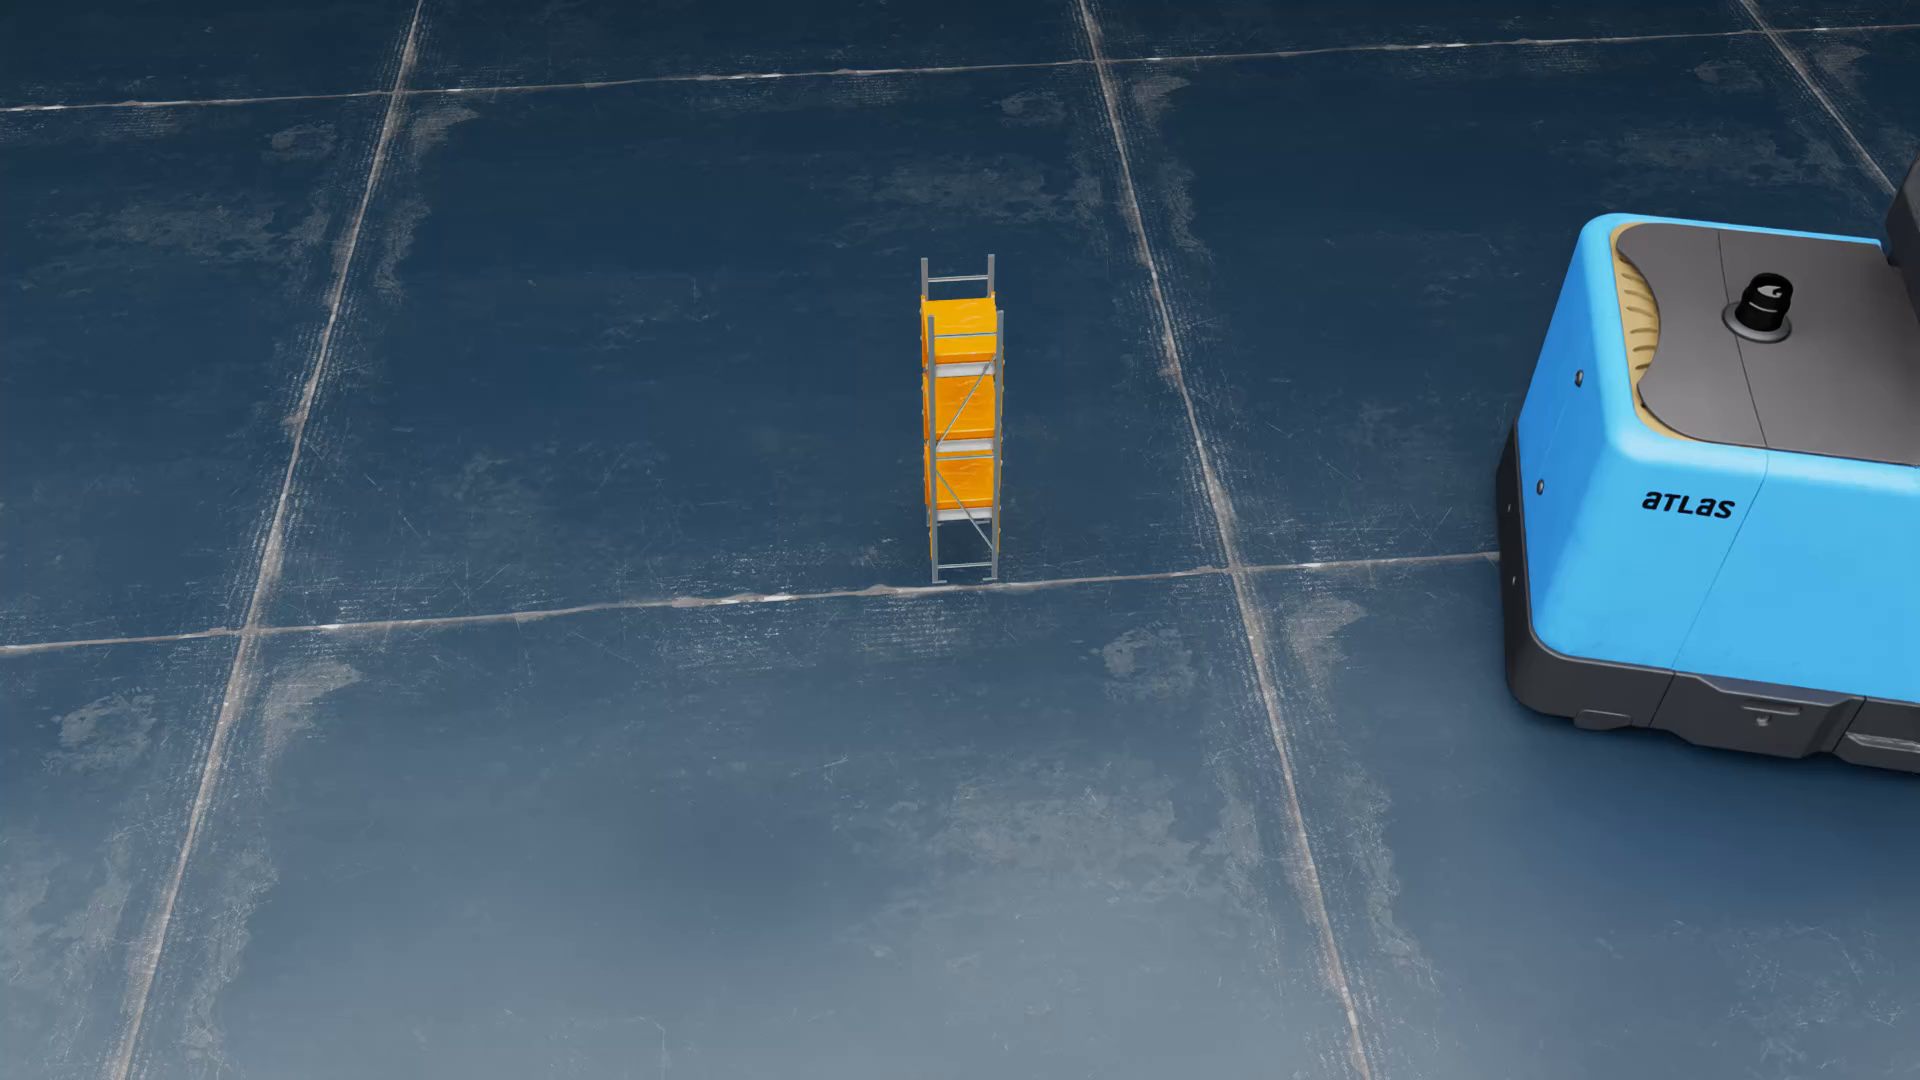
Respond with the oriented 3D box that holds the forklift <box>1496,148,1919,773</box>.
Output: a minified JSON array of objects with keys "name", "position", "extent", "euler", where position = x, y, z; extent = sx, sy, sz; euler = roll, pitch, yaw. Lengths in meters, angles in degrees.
[{"name":"forklift","position":[3.136,-0.661,3.858],"extent":[3.031,2.935,1.130],"euler":[7,47,7]}]

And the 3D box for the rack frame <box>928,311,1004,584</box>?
[{"name":"rack frame","position":[0.015,-0.234,4.749],"extent":[0.200,1.050,0.008],"euler":[-3,47,-3]}]

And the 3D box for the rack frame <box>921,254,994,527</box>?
[{"name":"rack frame","position":[-0.006,-0.411,4.916],"extent":[0.200,1.050,0.008],"euler":[-3,47,-3]}]

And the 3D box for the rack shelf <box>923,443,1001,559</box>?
[{"name":"rack shelf","position":[0.004,-0.124,5.042],"extent":[0.215,0.259,0.240],"euler":[-3,47,-3]}]

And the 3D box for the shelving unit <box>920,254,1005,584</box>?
[{"name":"shelving unit","position":[0.004,-0.322,4.832],"extent":[0.215,1.050,0.252],"euler":[-3,47,-3]}]

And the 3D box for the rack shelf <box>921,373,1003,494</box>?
[{"name":"rack shelf","position":[0.004,-0.315,4.840],"extent":[0.215,0.259,0.240],"euler":[-3,47,-3]}]

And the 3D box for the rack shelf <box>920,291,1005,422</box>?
[{"name":"rack shelf","position":[0.004,-0.510,4.634],"extent":[0.215,0.259,0.240],"euler":[-3,47,-3]}]
